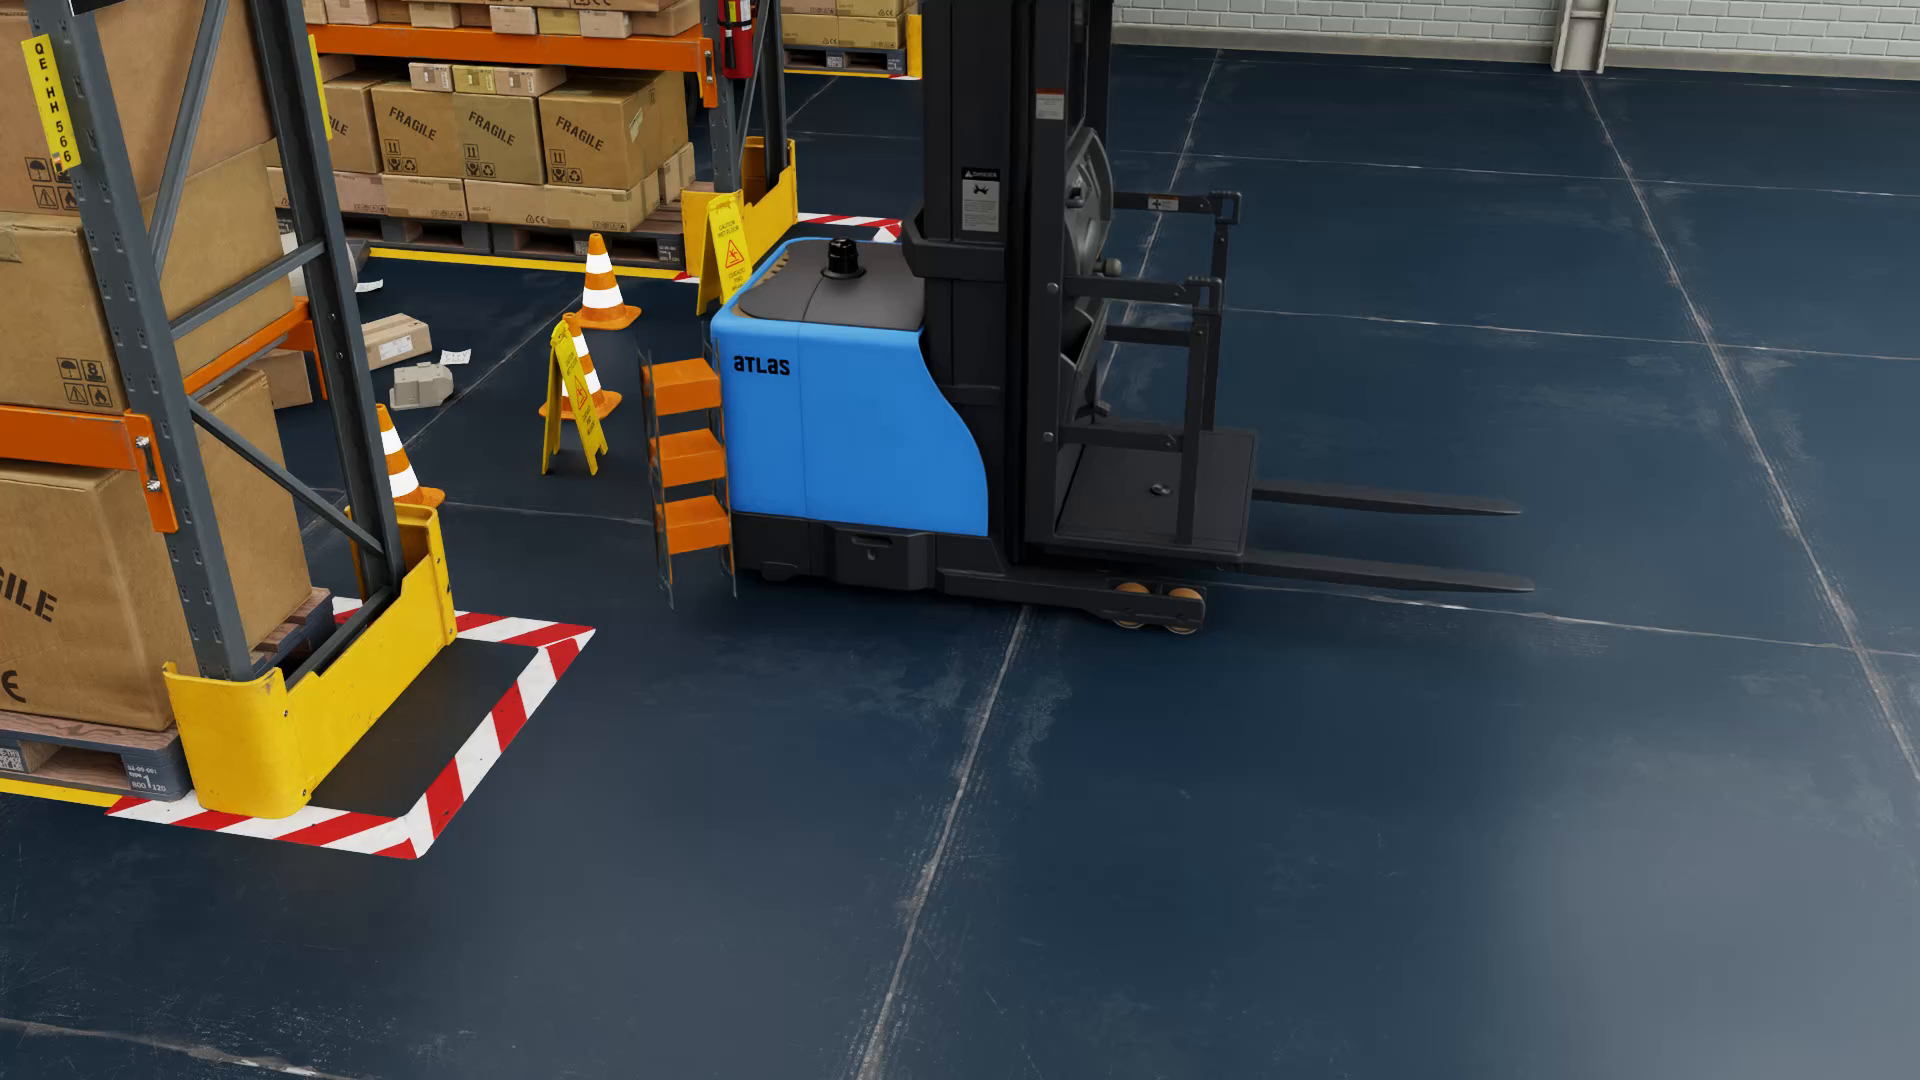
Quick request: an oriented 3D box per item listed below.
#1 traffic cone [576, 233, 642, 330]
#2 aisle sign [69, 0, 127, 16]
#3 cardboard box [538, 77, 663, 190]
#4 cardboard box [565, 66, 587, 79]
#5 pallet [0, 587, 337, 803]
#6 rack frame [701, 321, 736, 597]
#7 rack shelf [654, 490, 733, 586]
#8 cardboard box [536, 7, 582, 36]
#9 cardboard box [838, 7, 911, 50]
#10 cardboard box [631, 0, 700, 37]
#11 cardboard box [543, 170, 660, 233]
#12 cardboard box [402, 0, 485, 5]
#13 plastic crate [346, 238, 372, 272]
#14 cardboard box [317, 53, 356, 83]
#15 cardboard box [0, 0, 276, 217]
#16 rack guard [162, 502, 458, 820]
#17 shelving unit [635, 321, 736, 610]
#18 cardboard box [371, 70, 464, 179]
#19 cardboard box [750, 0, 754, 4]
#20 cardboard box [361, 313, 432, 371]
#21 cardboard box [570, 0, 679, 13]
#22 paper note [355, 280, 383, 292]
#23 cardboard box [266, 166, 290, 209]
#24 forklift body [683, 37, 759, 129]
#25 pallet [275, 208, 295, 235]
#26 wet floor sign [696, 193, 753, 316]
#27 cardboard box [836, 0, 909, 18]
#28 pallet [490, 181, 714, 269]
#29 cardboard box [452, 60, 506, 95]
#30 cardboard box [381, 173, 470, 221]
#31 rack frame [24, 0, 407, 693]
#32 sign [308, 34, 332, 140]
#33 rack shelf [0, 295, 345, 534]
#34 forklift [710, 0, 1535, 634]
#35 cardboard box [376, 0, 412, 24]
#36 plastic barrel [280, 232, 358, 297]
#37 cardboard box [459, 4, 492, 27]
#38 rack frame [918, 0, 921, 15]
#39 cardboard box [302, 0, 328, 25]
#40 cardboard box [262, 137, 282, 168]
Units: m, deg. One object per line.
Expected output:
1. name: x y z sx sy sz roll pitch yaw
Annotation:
1. traffic cone: -1.904 -1.395 8.817 0.334 0.463 0.336 6 29 11
2. aisle sign: -2.143 -1.728 4.076 0.004 0.787 0.394 6 29 11
3. cardboard box: -2.053 -2.336 9.538 0.500 0.500 0.500 6 29 11
4. cardboard box: -2.481 -2.641 10.096 0.500 0.500 0.500 5 29 9
5. pallet: -2.948 0.444 5.720 1.213 0.211 1.003 6 29 11
6. rack frame: -0.895 -0.286 6.179 0.008 1.050 0.200 -11 31 -21
7. rack shelf: -1.008 -0.010 6.275 0.240 0.259 0.215 -11 31 -21
8. cardboard box: -2.142 -2.907 9.197 0.250 0.149 0.380 5 29 10
9. cardboard box: -0.707 -4.279 13.868 0.500 0.250 0.500 6 29 11
10. cardboard box: -1.625 -2.898 9.181 0.250 0.149 0.380 7 29 12
11. cardboard box: -2.085 -2.006 9.716 0.500 0.250 0.500 6 29 10
12. cardboard box: -2.780 -3.274 9.193 0.500 0.500 0.500 6 29 10
13. plastic crate: -3.762 -1.649 9.678 0.583 0.080 0.402 -4 29 -7
14. cardboard box: -3.729 -2.760 9.638 0.250 0.149 0.380 8 30 13
15. cardboard box: -2.504 -1.331 4.777 0.550 0.550 0.875 6 29 11
16. rack guard: -2.126 0.363 5.567 0.348 0.500 1.175 6 29 11
17. shelving unit: -1.007 -0.263 6.137 0.252 1.050 0.215 -11 31 -21
18. cardboard box: -3.056 -2.440 9.729 0.500 0.500 0.500 5 29 9
19. cardboard box: -1.720 -4.599 13.932 0.500 0.250 0.500 5 29 9
20. cardboard box: -2.918 -1.003 8.427 0.250 0.149 0.380 23 36 36
21. cardboard box: -1.803 -3.170 9.003 0.500 0.500 0.500 5 29 10
22. paper note: -3.320 -1.427 9.325 0.148 0.019 0.142 -4 29 -7
23. cardboard box: -4.081 -2.216 10.100 0.500 0.250 0.500 8 30 13
24. forklift body: -2.417 -4.363 12.480 1.214 2.155 2.313 6 29 11
25. pallet: -4.462 -2.198 10.545 1.213 0.211 1.003 6 29 11
26. wet floor sign: -1.252 -1.516 8.848 0.232 0.644 0.267 17 33 28
27. cardboard box: -0.723 -4.502 13.754 0.500 0.250 0.500 5 29 10
28. pallet: -2.076 -1.953 10.098 1.213 0.211 1.003 6 29 11
29. cardboard box: -2.671 -2.652 9.440 0.250 0.149 0.380 6 29 11
30. cardboard box: -3.079 -2.109 9.905 0.500 0.250 0.500 5 29 9
31. rack frame: -2.149 -0.736 4.971 0.127 3.000 1.000 6 29 11
32. sign: -2.028 -1.410 5.219 0.005 0.325 0.100 6 29 11
33. rack shelf: -4.105 -0.621 5.510 4.000 0.370 1.077 6 29 11
34. forklift: 0.650 -1.219 5.924 3.031 2.935 1.130 6 29 11
35. cardboard box: -3.116 -3.060 9.477 0.250 0.149 0.380 6 29 11
36. plastic barrel: -3.551 -1.437 8.934 0.512 0.421 0.421 -21 35 -33
37. cardboard box: -2.621 -3.010 9.386 0.250 0.149 0.380 6 29 11
38. rack frame: -0.182 -5.402 13.494 0.127 3.000 1.000 6 29 11
39. cardboard box: -3.636 -3.047 9.453 0.250 0.149 0.380 6 29 11
40. cardboard box: -4.080 -2.545 9.920 0.500 0.500 0.500 7 29 13
